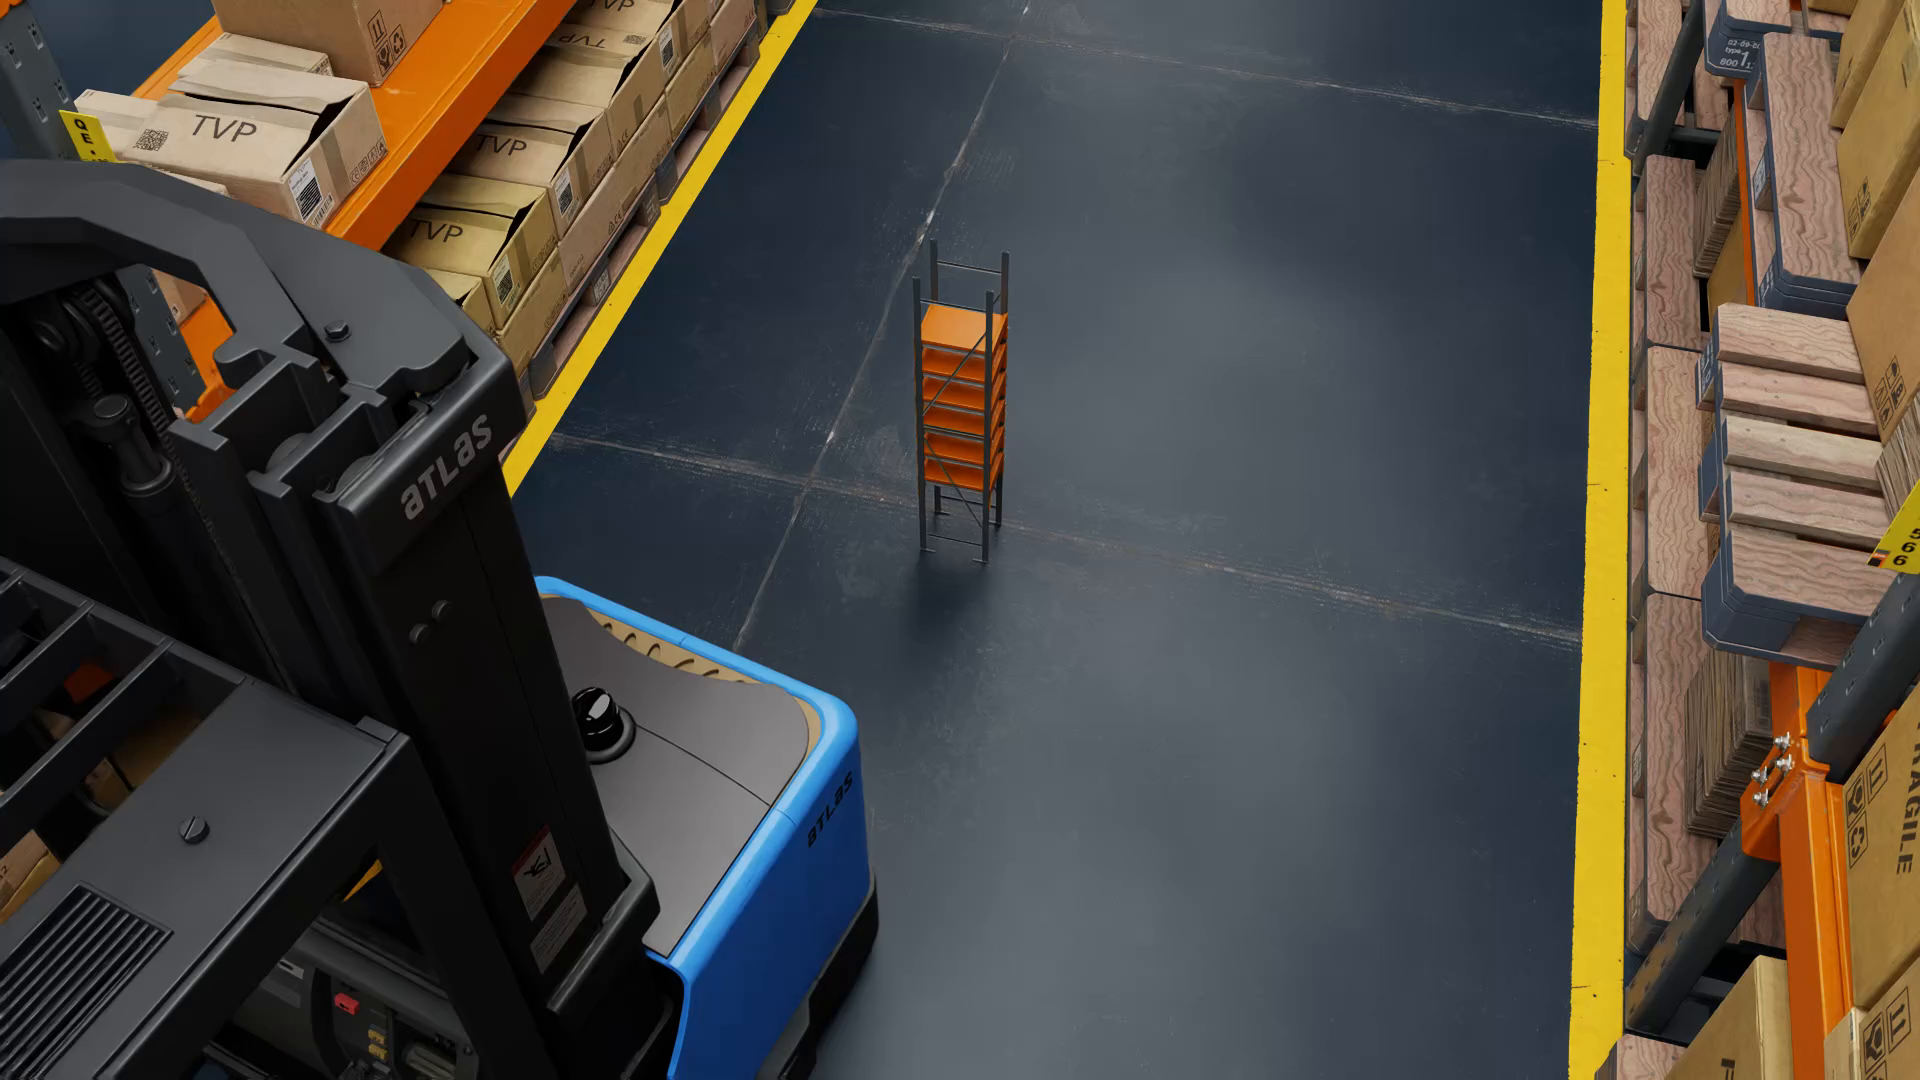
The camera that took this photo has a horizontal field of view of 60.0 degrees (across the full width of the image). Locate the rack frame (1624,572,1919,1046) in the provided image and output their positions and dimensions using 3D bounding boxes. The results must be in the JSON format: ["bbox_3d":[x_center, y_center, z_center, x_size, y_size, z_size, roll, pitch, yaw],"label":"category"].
[{"bbox_3d":[2.321,0.406,3.391,1.000,3.000,0.127,12,50,10],"label":"rack frame"}]

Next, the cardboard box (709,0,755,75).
[{"bbox_3d":[-1.235,-2.334,7.363,0.500,0.250,0.500,11,50,10],"label":"cardboard box"}]

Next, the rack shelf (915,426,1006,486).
[{"bbox_3d":[0.004,-0.299,5.433,0.258,0.103,0.180,12,50,10],"label":"rack shelf"}]

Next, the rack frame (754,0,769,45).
[{"bbox_3d":[-1.406,-3.462,6.805,1.000,3.000,0.127,12,50,10],"label":"rack frame"}]

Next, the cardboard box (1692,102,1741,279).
[{"bbox_3d":[3.197,-1.270,6.244,0.700,0.500,0.500,13,50,11],"label":"cardboard box"}]

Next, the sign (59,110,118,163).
[{"bbox_3d":[-1.933,-0.825,3.758,0.100,0.325,0.005,12,50,10],"label":"sign"}]

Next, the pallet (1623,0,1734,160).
[{"bbox_3d":[3.517,-2.057,7.425,1.003,0.211,1.213,12,50,10],"label":"pallet"}]

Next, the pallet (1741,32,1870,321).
[{"bbox_3d":[2.803,-0.970,4.733,1.003,0.211,1.213,12,50,10],"label":"pallet"}]

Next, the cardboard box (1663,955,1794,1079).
[{"bbox_3d":[2.001,1.485,3.593,0.750,0.750,0.750,11,49,10],"label":"cardboard box"}]

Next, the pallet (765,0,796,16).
[{"bbox_3d":[-1.156,-3.106,8.350,1.003,0.211,1.213,12,50,10],"label":"pallet"}]

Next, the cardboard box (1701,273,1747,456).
[{"bbox_3d":[2.936,-0.525,5.586,0.700,0.500,0.500,12,50,10],"label":"cardboard box"}]

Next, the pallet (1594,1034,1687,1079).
[{"bbox_3d":[2.041,1.885,3.946,1.003,0.211,1.213,12,50,10],"label":"pallet"}]

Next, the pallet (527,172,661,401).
[{"bbox_3d":[-1.881,-1.113,6.592,1.003,0.211,1.213,12,50,10],"label":"pallet"}]

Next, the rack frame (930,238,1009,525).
[{"bbox_3d":[0.028,-0.474,5.368,0.240,1.200,0.006,12,50,10],"label":"rack frame"}]

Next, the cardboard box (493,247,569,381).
[{"bbox_3d":[-1.775,-0.859,6.062,0.500,0.250,0.500,10,49,9],"label":"cardboard box"}]

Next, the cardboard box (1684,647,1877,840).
[{"bbox_3d":[2.461,0.557,4.632,0.700,0.500,0.500,12,50,11],"label":"cardboard box"}]

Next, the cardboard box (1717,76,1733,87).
[{"bbox_3d":[3.486,-2.088,7.188,0.380,0.166,0.250,6,49,5],"label":"cardboard box"}]

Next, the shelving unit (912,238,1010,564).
[{"bbox_3d":[0.004,-0.407,5.309,0.258,1.200,0.189,12,50,10],"label":"shelving unit"}]

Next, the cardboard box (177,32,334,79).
[{"bbox_3d":[-2.177,-1.419,5.169,0.380,0.149,0.250,15,50,13],"label":"cardboard box"}]

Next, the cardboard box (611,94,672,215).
[{"bbox_3d":[-1.504,-1.598,6.714,0.500,0.250,0.500,13,50,11],"label":"cardboard box"}]

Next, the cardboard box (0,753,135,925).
[{"bbox_3d":[-2.478,0.836,4.385,0.500,0.500,0.500,13,50,12],"label":"cardboard box"}]

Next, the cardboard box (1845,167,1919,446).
[{"bbox_3d":[2.556,-0.524,3.852,0.700,0.500,0.500,7,49,6],"label":"cardboard box"}]

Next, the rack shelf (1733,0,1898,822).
[{"bbox_3d":[2.848,-0.802,4.937,1.077,0.370,4.000,12,50,10],"label":"rack shelf"}]

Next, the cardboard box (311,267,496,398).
[{"bbox_3d":[-1.907,-0.686,5.534,0.500,0.311,0.500,10,49,9],"label":"cardboard box"}]

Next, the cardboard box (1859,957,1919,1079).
[{"bbox_3d":[1.800,0.946,2.636,0.500,0.500,0.500,13,50,11],"label":"cardboard box"}]

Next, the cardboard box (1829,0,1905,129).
[{"bbox_3d":[2.910,-1.419,4.642,0.700,0.500,0.500,18,51,15],"label":"cardboard box"}]

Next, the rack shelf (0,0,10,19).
[{"bbox_3d":[-2.985,0.124,2.119,1.077,0.370,4.000,12,50,10],"label":"rack shelf"}]

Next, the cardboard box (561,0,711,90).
[{"bbox_3d":[-1.367,-2.149,6.826,0.500,0.311,0.500,13,50,11],"label":"cardboard box"}]

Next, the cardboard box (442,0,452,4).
[{"bbox_3d":[-1.894,-2.199,5.624,0.500,0.500,0.500,12,50,10],"label":"cardboard box"}]

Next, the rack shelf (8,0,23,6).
[{"bbox_3d":[-1.932,-2.770,4.673,1.077,0.370,4.000,12,50,10],"label":"rack shelf"}]

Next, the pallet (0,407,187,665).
[{"bbox_3d":[-2.569,-0.001,3.878,1.213,0.211,1.003,12,50,10],"label":"pallet"}]

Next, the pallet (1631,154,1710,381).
[{"bbox_3d":[3.171,-1.001,6.492,1.003,0.211,1.213,12,50,10],"label":"pallet"}]

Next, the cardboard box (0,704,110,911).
[{"bbox_3d":[-2.489,0.629,4.068,0.500,0.250,0.500,13,50,11],"label":"cardboard box"}]

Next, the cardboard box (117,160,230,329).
[{"bbox_3d":[-2.321,-0.793,4.509,0.500,0.311,0.500,14,50,12],"label":"cardboard box"}]

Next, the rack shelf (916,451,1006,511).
[{"bbox_3d":[0.004,-0.219,5.523,0.258,0.103,0.180,12,50,10],"label":"rack shelf"}]

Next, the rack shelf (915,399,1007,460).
[{"bbox_3d":[0.004,-0.378,5.343,0.258,0.103,0.180,12,50,10],"label":"rack shelf"}]

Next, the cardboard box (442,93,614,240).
[{"bbox_3d":[-1.636,-1.426,6.188,0.500,0.311,0.500,11,49,10],"label":"cardboard box"}]

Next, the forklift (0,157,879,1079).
[{"bbox_3d":[-1.349,0.960,2.948,1.130,2.935,3.031,21,52,18],"label":"forklift"}]
